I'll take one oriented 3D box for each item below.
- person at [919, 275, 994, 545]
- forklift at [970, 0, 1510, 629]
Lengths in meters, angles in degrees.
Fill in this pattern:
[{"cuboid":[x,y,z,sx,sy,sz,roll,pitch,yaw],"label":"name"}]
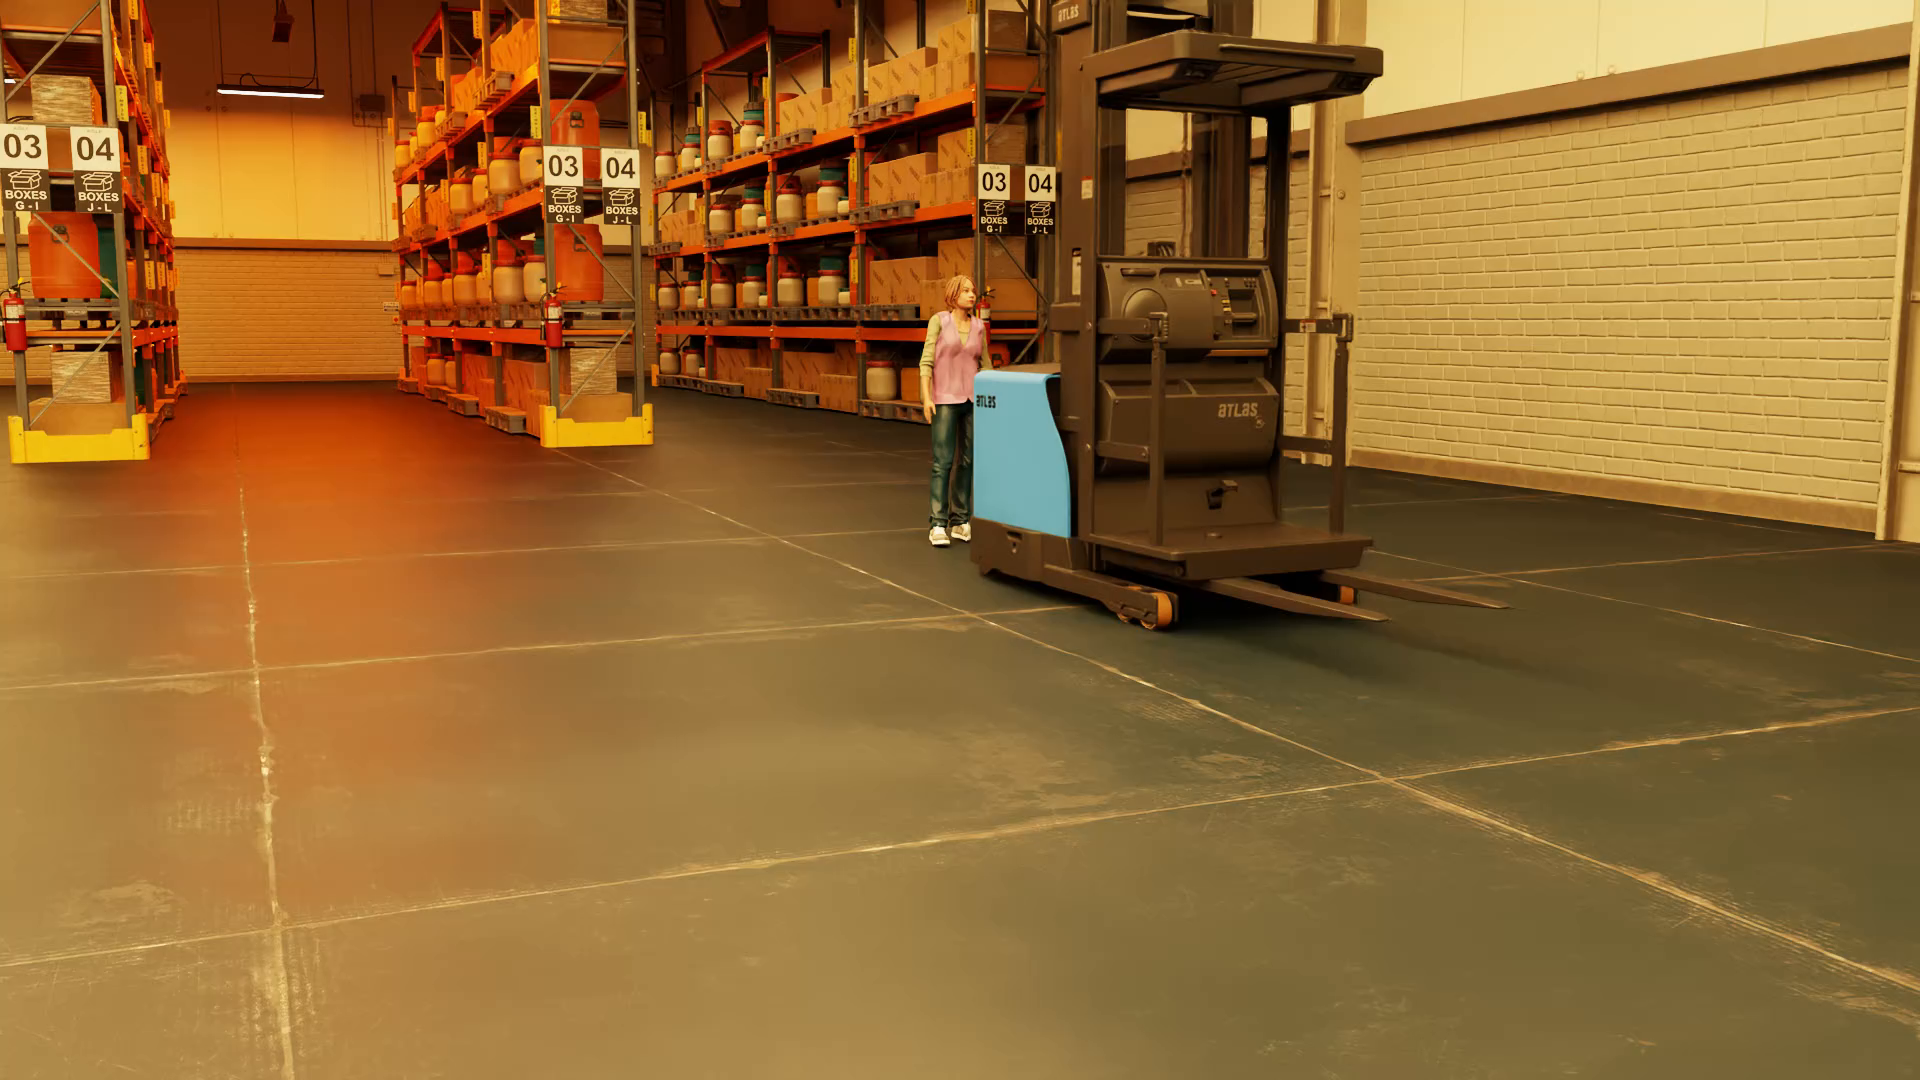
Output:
[{"cuboid":[0.017,-0.789,9.976,0.520,1.596,0.475,-3,8,-23],"label":"person"},{"cuboid":[1.168,-1.130,7.509,1.130,2.935,3.031,-4,8,-27],"label":"forklift"}]
